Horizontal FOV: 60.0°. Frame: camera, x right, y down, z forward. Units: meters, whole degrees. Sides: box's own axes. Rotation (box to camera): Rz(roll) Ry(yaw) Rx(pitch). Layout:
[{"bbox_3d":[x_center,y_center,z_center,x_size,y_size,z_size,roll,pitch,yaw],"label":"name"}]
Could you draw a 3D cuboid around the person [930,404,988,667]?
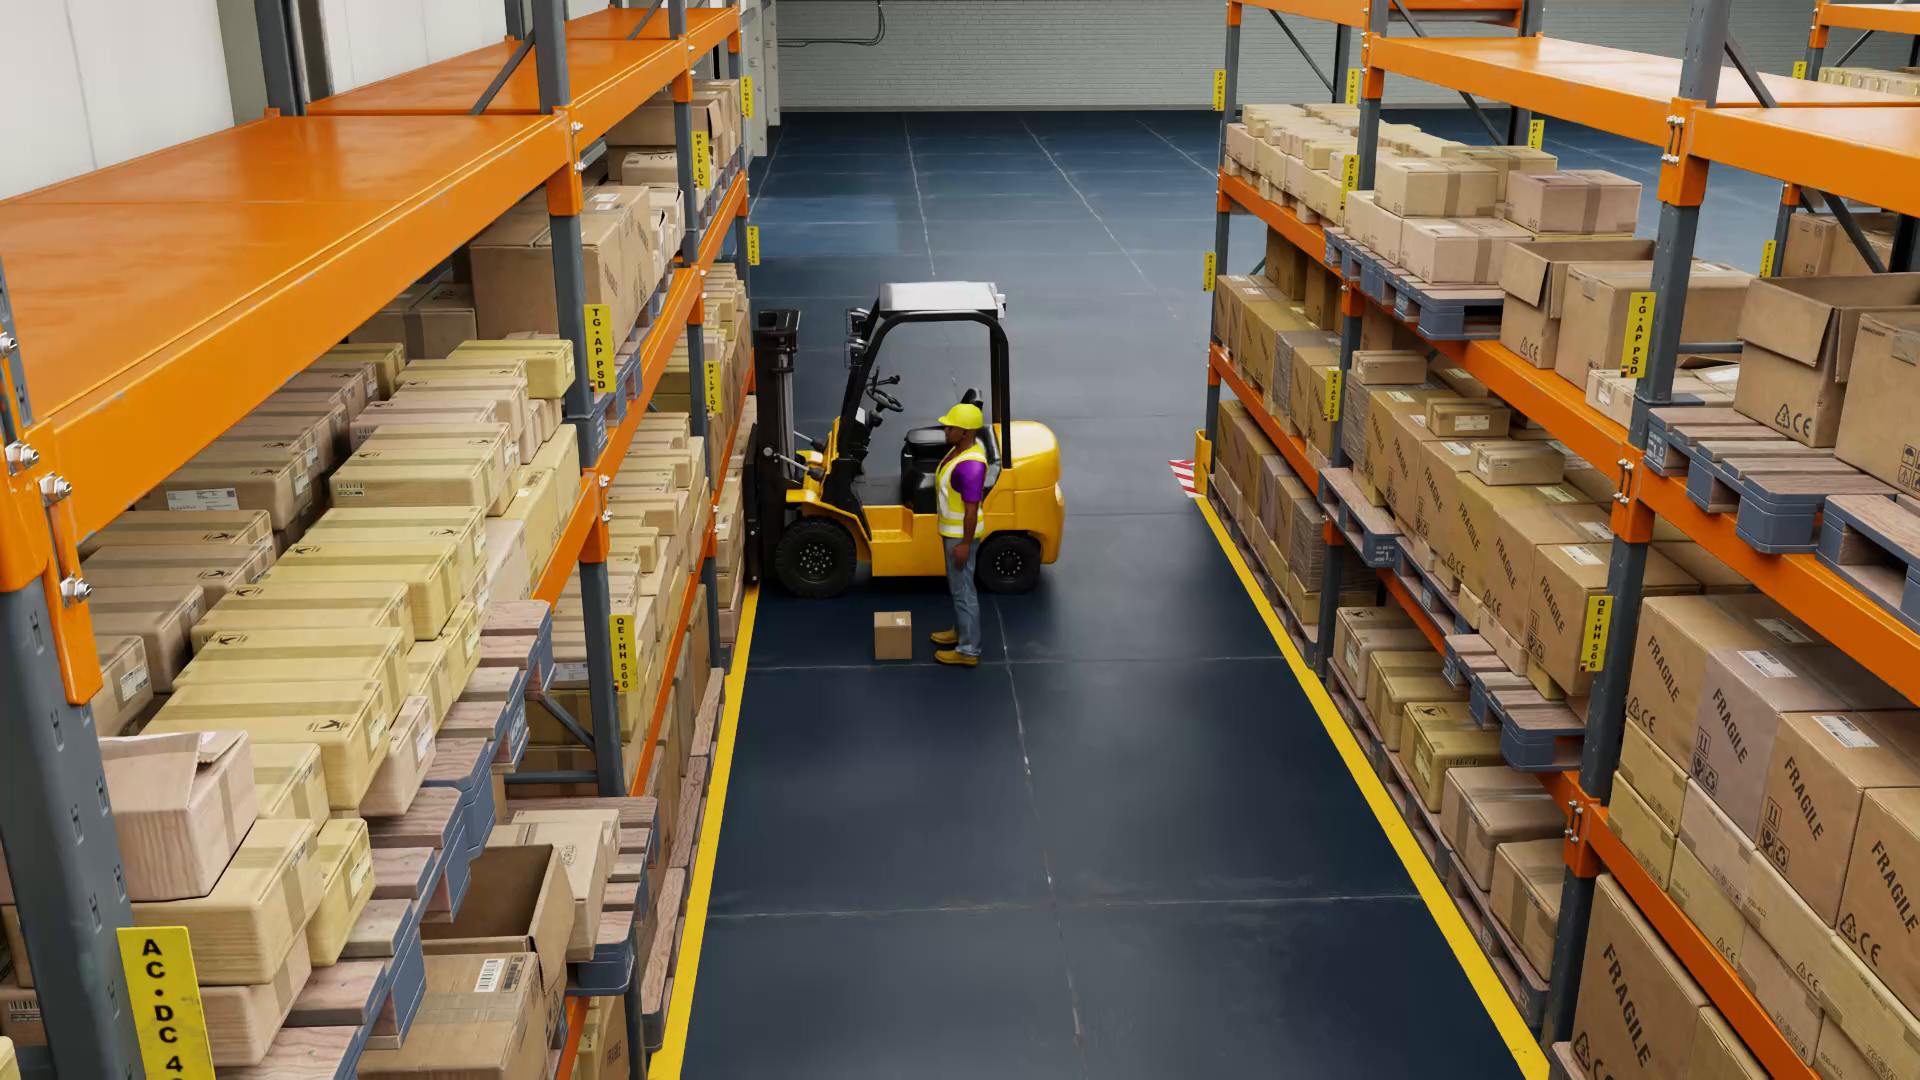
[{"bbox_3d":[-0.010,-0.062,11.197,0.379,1.766,0.576,-1,20,-3],"label":"person"}]
